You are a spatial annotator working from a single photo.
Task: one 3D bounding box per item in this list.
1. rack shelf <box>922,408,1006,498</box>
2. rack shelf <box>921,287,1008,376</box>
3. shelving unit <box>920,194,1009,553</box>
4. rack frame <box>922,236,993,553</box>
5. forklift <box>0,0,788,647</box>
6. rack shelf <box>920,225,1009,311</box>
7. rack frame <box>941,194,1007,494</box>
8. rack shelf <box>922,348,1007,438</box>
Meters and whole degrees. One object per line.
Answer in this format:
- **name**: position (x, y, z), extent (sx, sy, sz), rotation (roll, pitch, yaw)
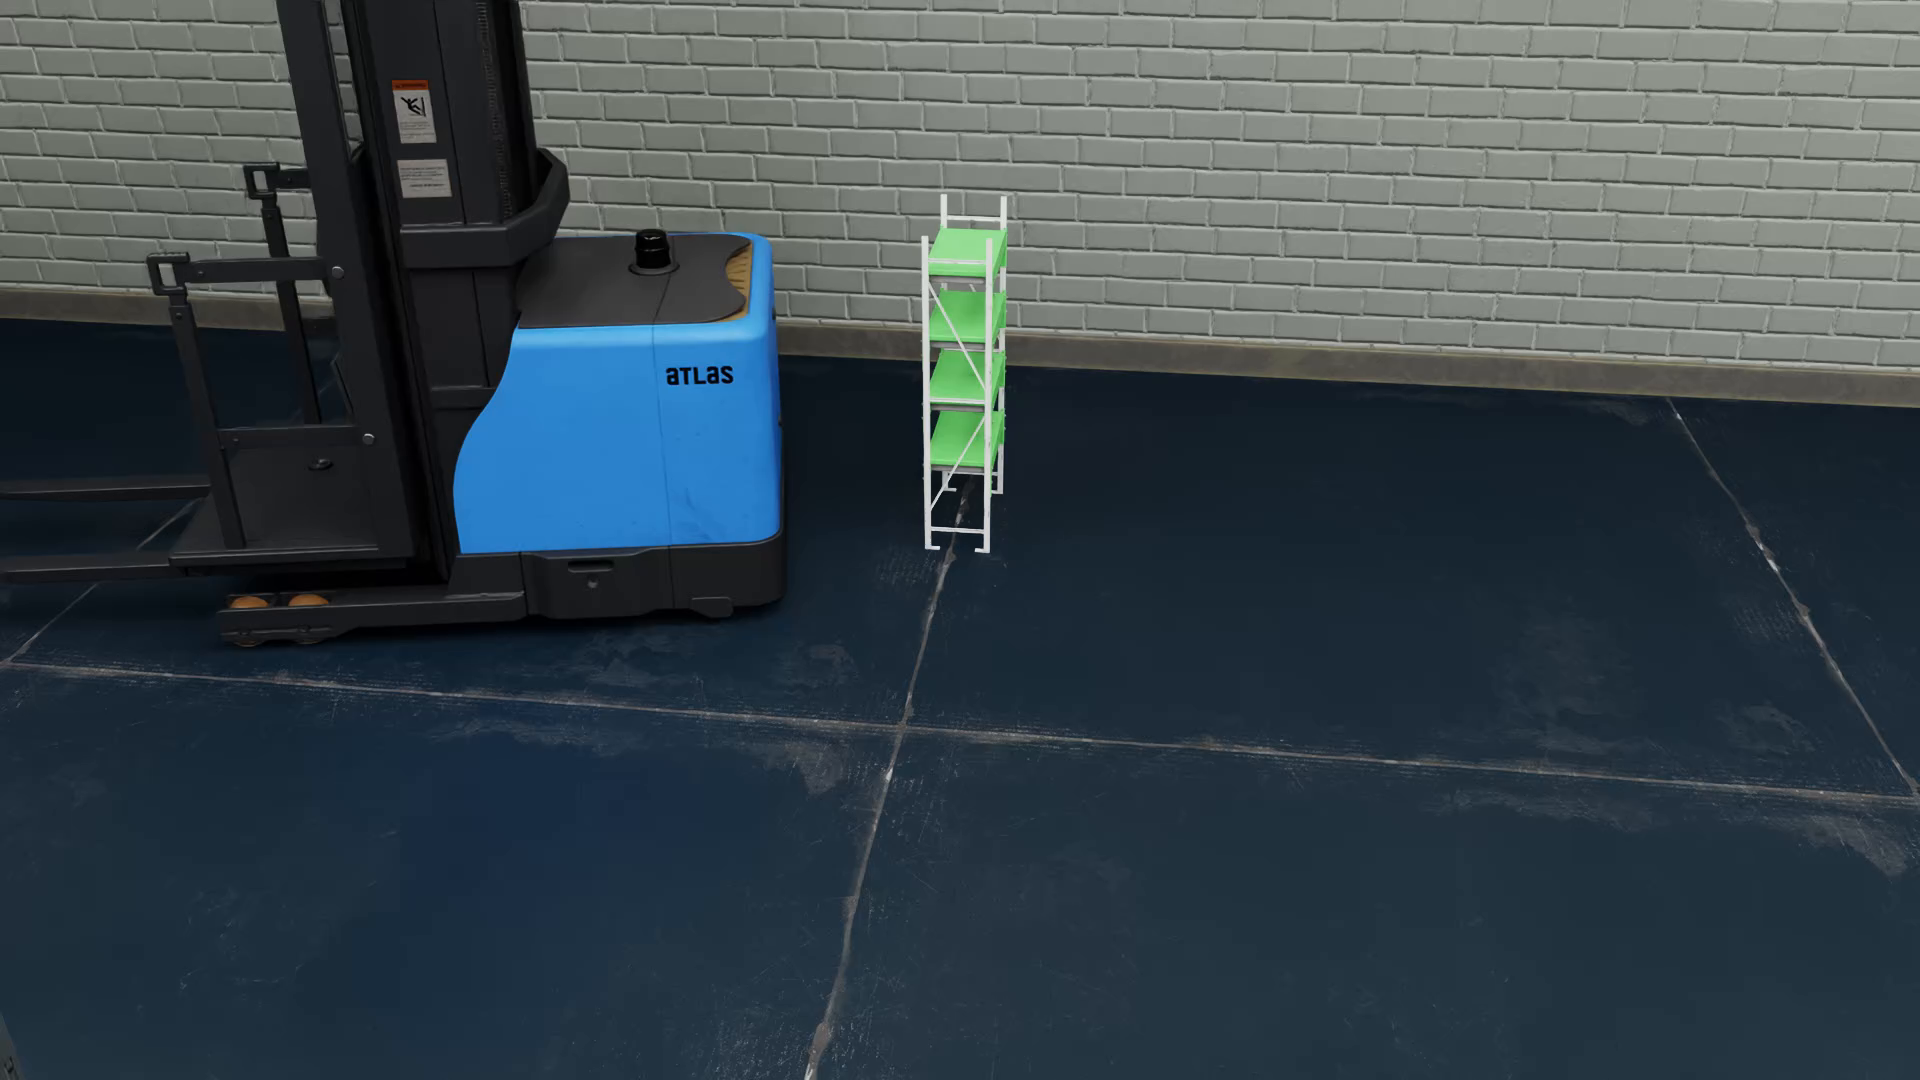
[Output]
- **rack shelf**: position (0.020, -0.339, 6.254), extent (0.258, 0.148, 0.480), rotation (3, 28, 6)
- **rack shelf**: position (0.020, -0.761, 6.027), extent (0.258, 0.148, 0.480), rotation (3, 28, 6)
- **shelving unit**: position (0.020, -0.606, 6.110), extent (0.258, 1.200, 0.503), rotation (3, 28, 6)
- **rack frame**: position (-0.010, -0.491, 5.897), extent (0.240, 1.200, 0.015), rotation (3, 28, 6)
- **forklift**: position (-2.148, -1.194, 5.376), extent (3.031, 2.935, 1.130), rotation (-2, 28, -4)
- **rack shelf**: position (0.020, -0.972, 5.913), extent (0.258, 0.148, 0.480), rotation (3, 28, 6)
- **rack frame**: position (0.050, -0.721, 6.323), extent (0.240, 1.200, 0.015), rotation (3, 28, 6)
- **rack shelf**: position (0.020, -0.550, 6.140), extent (0.258, 0.148, 0.480), rotation (3, 28, 6)
